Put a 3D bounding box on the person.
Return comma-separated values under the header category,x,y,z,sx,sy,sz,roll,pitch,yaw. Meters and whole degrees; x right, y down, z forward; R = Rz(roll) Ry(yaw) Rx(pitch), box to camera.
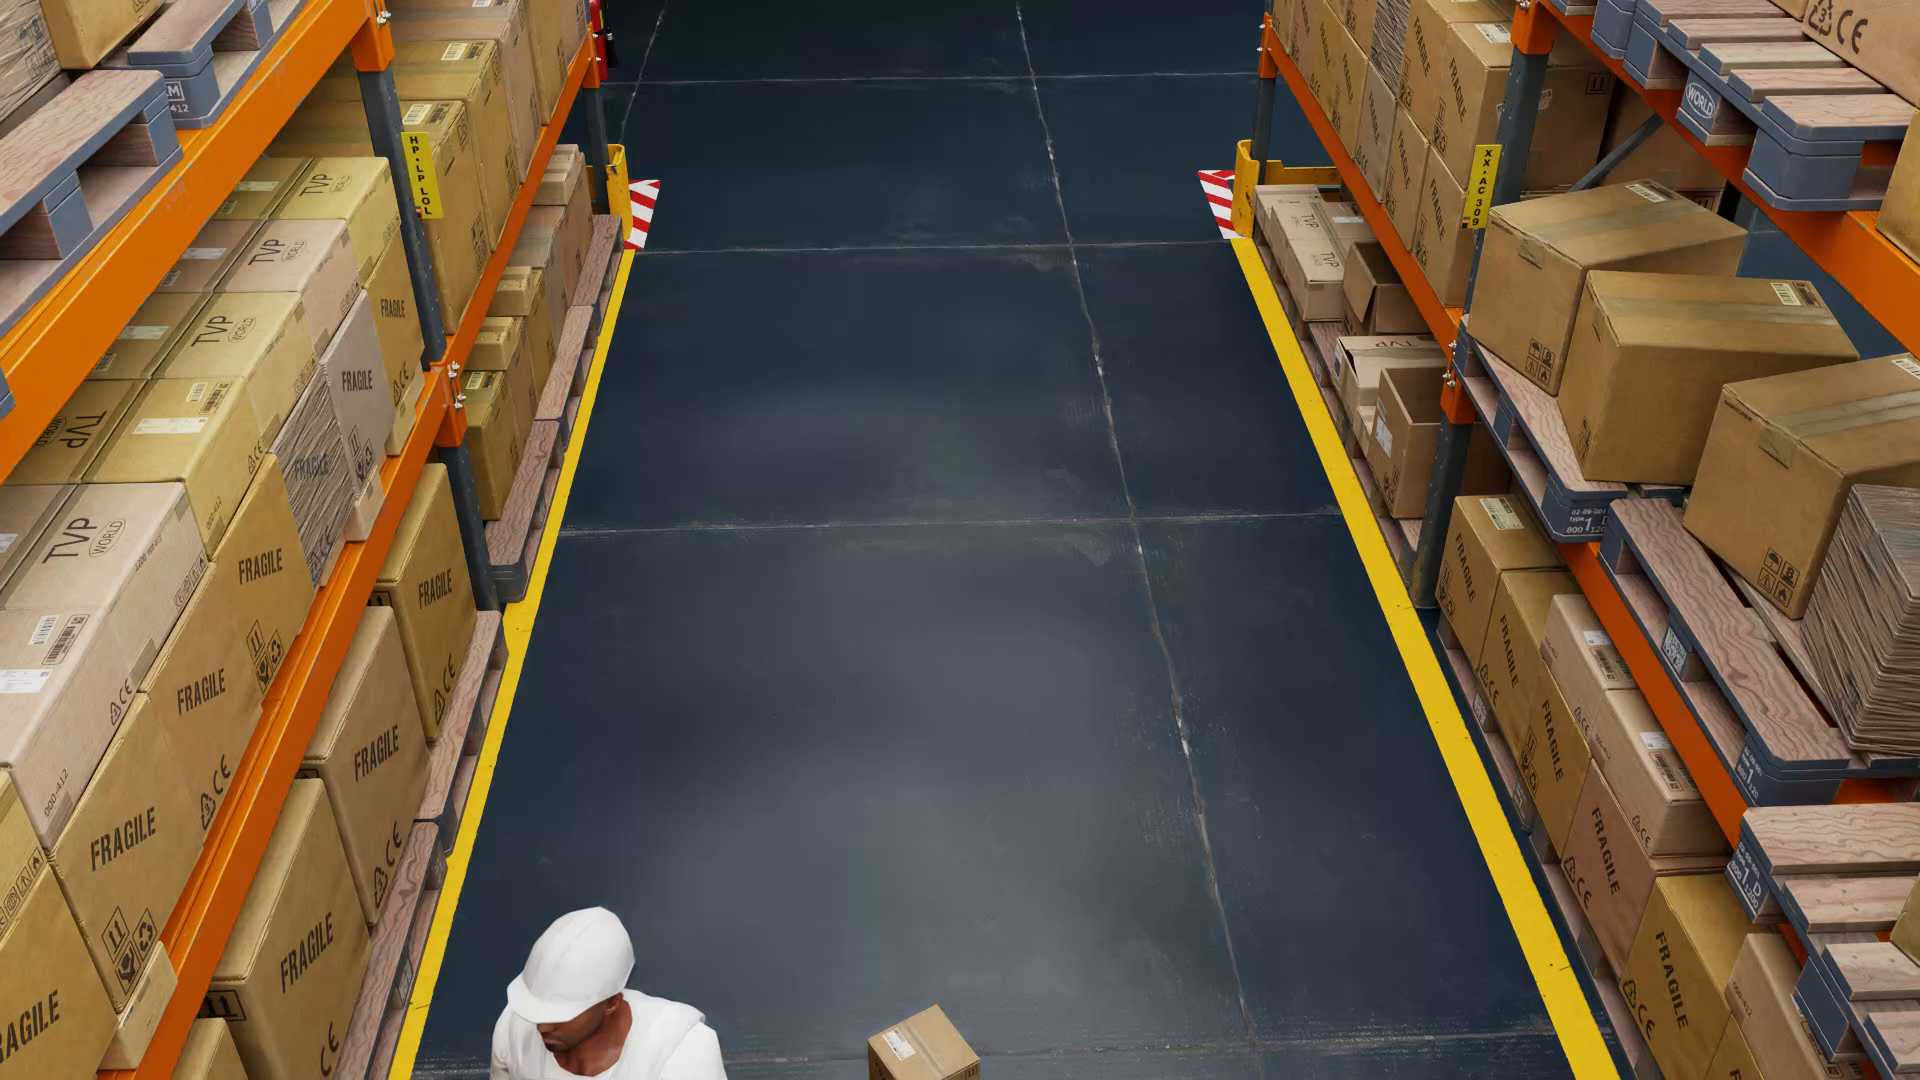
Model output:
category,x,y,z,sx,sy,sz,roll,pitch,yaw
person,-0.802,1.584,3.853,0.614,1.815,0.456,10,36,14
